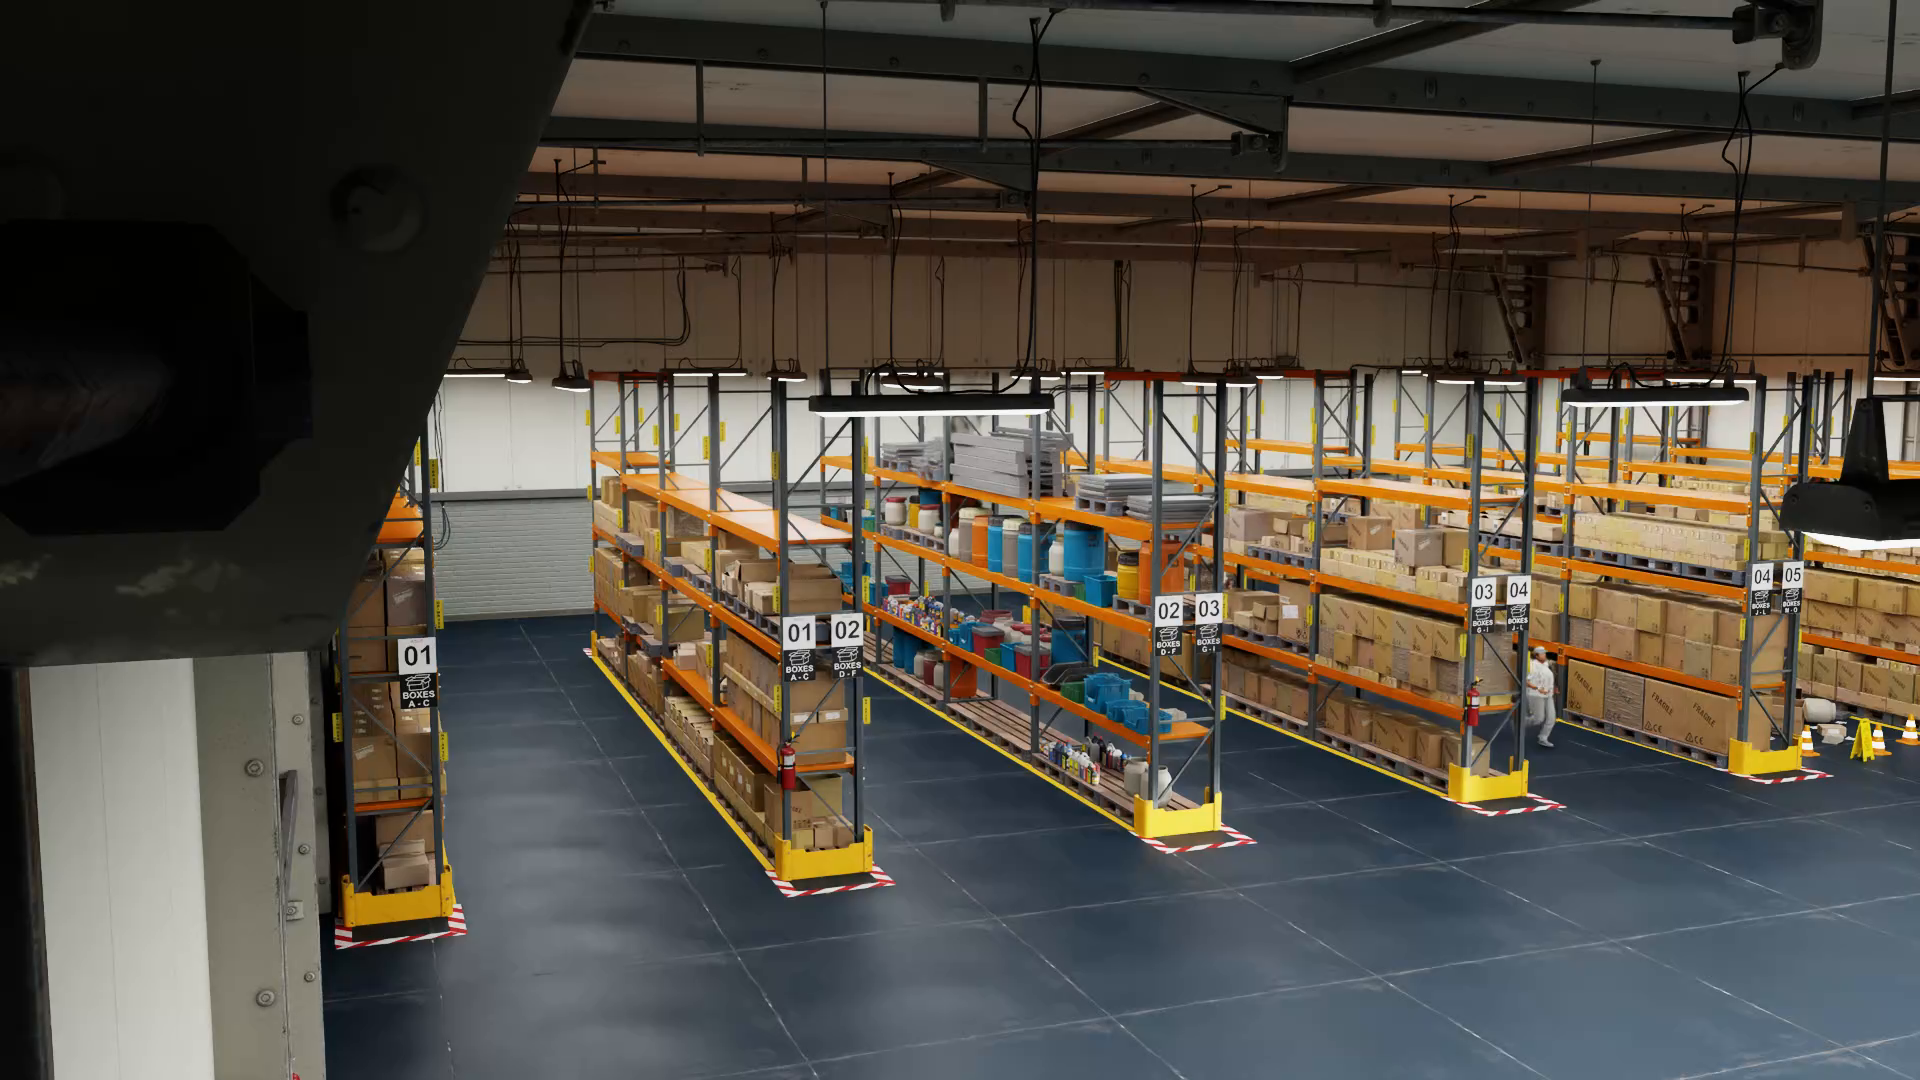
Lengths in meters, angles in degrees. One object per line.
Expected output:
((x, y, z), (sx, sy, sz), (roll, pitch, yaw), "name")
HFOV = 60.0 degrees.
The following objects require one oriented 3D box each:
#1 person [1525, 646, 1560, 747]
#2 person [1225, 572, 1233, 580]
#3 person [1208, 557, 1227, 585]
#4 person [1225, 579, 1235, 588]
((9.383, 2.519, 26.983), (0.610, 1.618, 0.632), (-4, 8, -32), "person")
((6.619, 0.854, 41.538), (0.758, 1.722, 0.661), (1, 6, 11), "person")
((5.739, 1.208, 37.905), (0.693, 1.796, 0.921), (-2, 7, -15), "person")
((5.661, 1.613, 34.991), (0.531, 1.594, 0.883), (-4, 7, -30), "person")
